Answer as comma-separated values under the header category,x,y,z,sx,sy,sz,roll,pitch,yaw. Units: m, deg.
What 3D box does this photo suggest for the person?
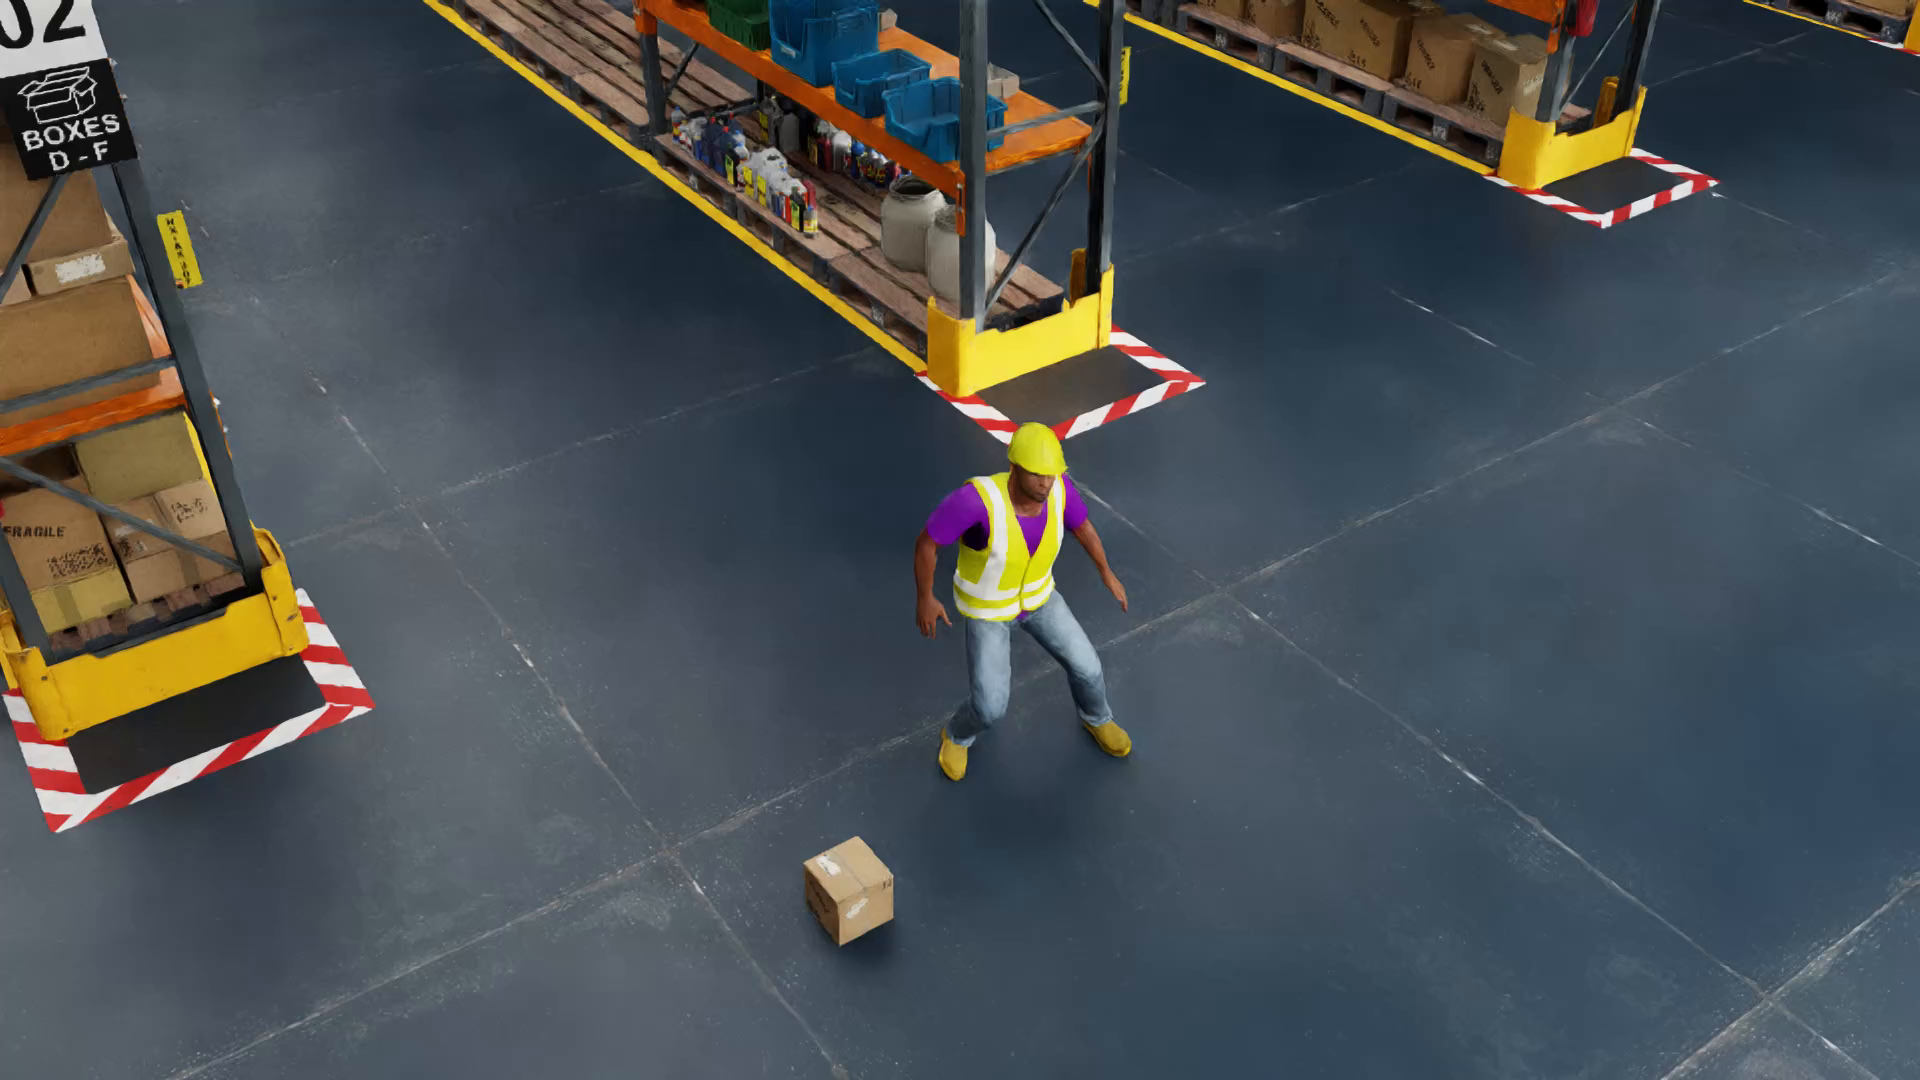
category,x,y,z,sx,sy,sz,roll,pitch,yaw
person,0.277,0.246,6.776,0.894,1.620,0.544,-16,39,-21
